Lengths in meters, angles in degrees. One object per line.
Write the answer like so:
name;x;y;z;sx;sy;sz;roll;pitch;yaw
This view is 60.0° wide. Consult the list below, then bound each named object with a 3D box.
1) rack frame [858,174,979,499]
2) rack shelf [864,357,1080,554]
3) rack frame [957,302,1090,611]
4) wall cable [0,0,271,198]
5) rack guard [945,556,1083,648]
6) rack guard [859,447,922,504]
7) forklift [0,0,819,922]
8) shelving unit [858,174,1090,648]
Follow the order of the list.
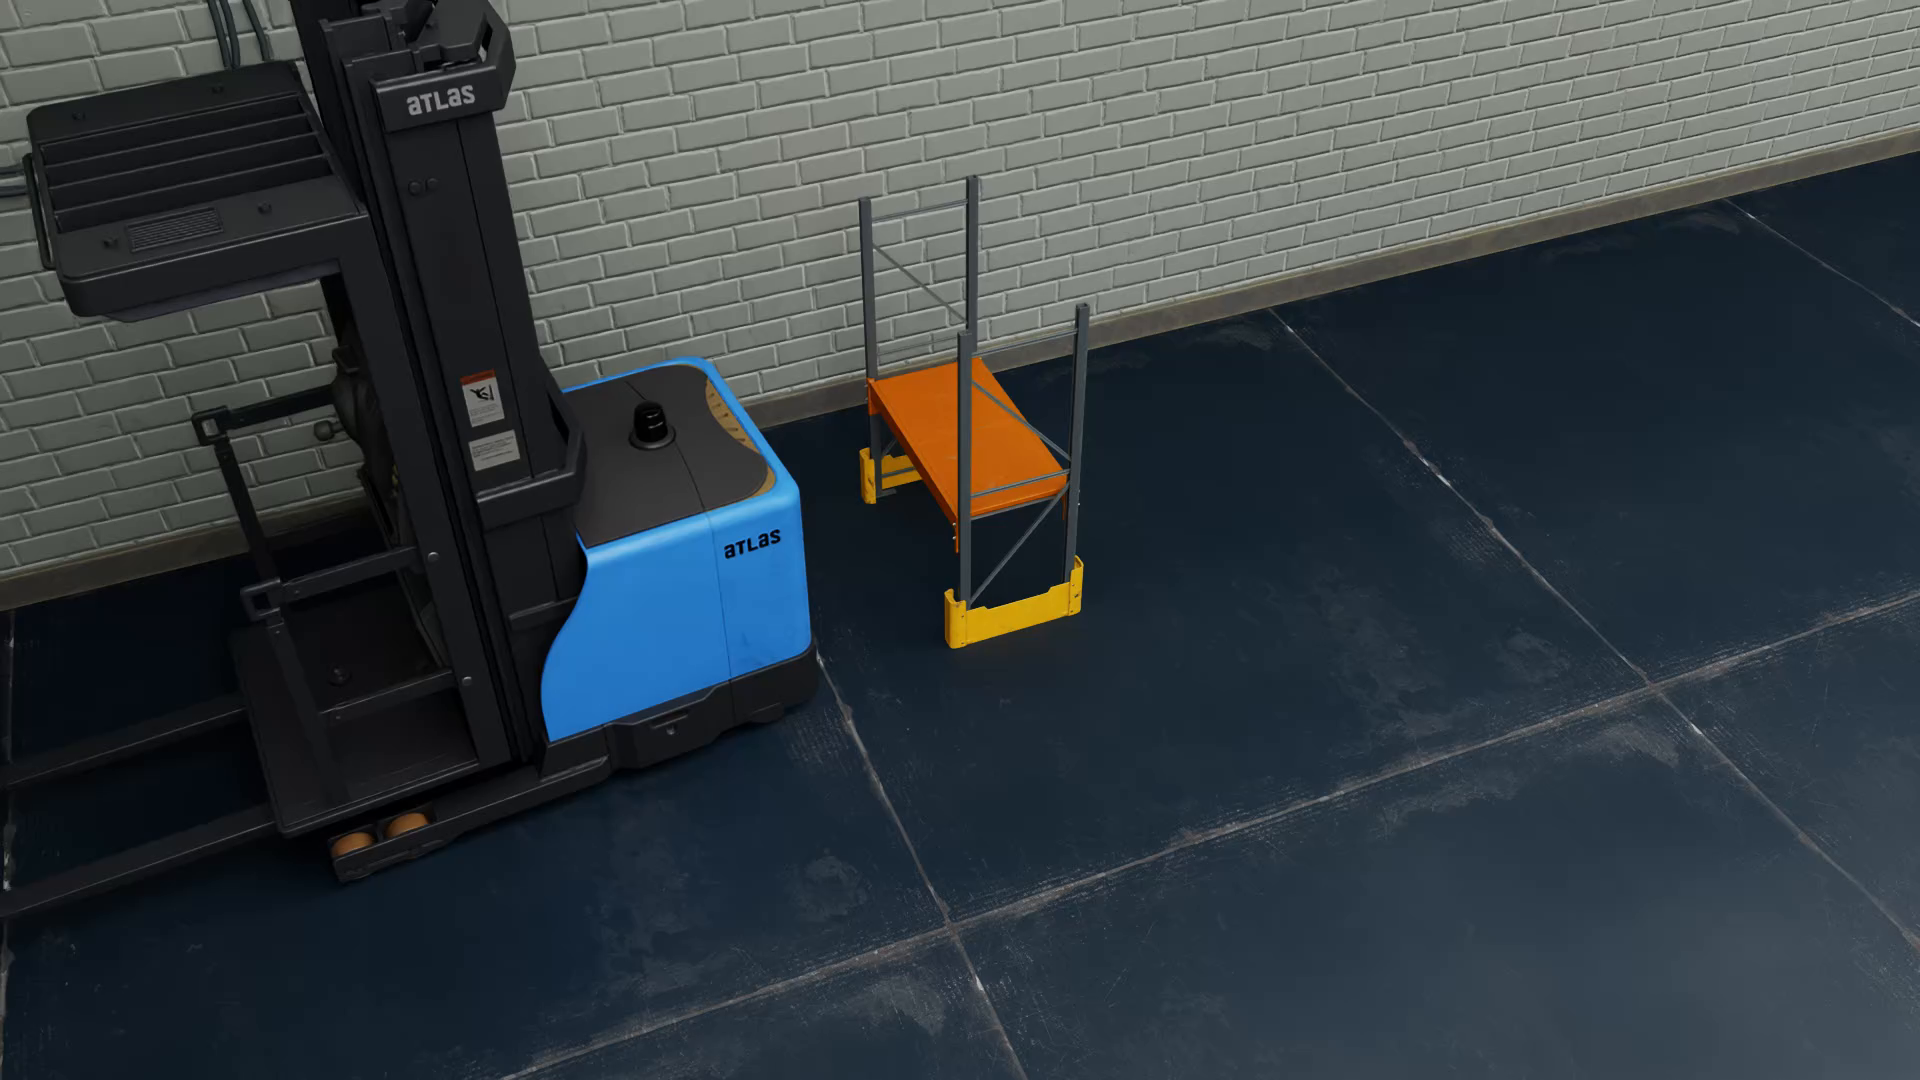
rack frame;-0.162;-0.823;7.057;0.500;1.500;0.032;-15;43;-17
rack shelf;0.033;-0.381;6.818;0.538;0.185;1.000;-15;43;-17
rack frame;0.227;-0.211;6.345;0.500;1.500;0.032;-15;43;-17
wall cable;-3.900;-1.949;4.997;3.097;2.526;0.112;-15;43;-17
rack guard;0.220;0.251;6.766;0.587;0.250;0.087;-15;43;-17
rack guard;-0.161;-0.349;7.464;0.587;0.250;0.087;-15;43;-17
forklift;-2.100;-0.313;5.366;3.031;2.935;1.130;-19;44;-20
shelving unit;0.029;-0.523;6.708;0.587;1.500;1.083;-15;43;-17
